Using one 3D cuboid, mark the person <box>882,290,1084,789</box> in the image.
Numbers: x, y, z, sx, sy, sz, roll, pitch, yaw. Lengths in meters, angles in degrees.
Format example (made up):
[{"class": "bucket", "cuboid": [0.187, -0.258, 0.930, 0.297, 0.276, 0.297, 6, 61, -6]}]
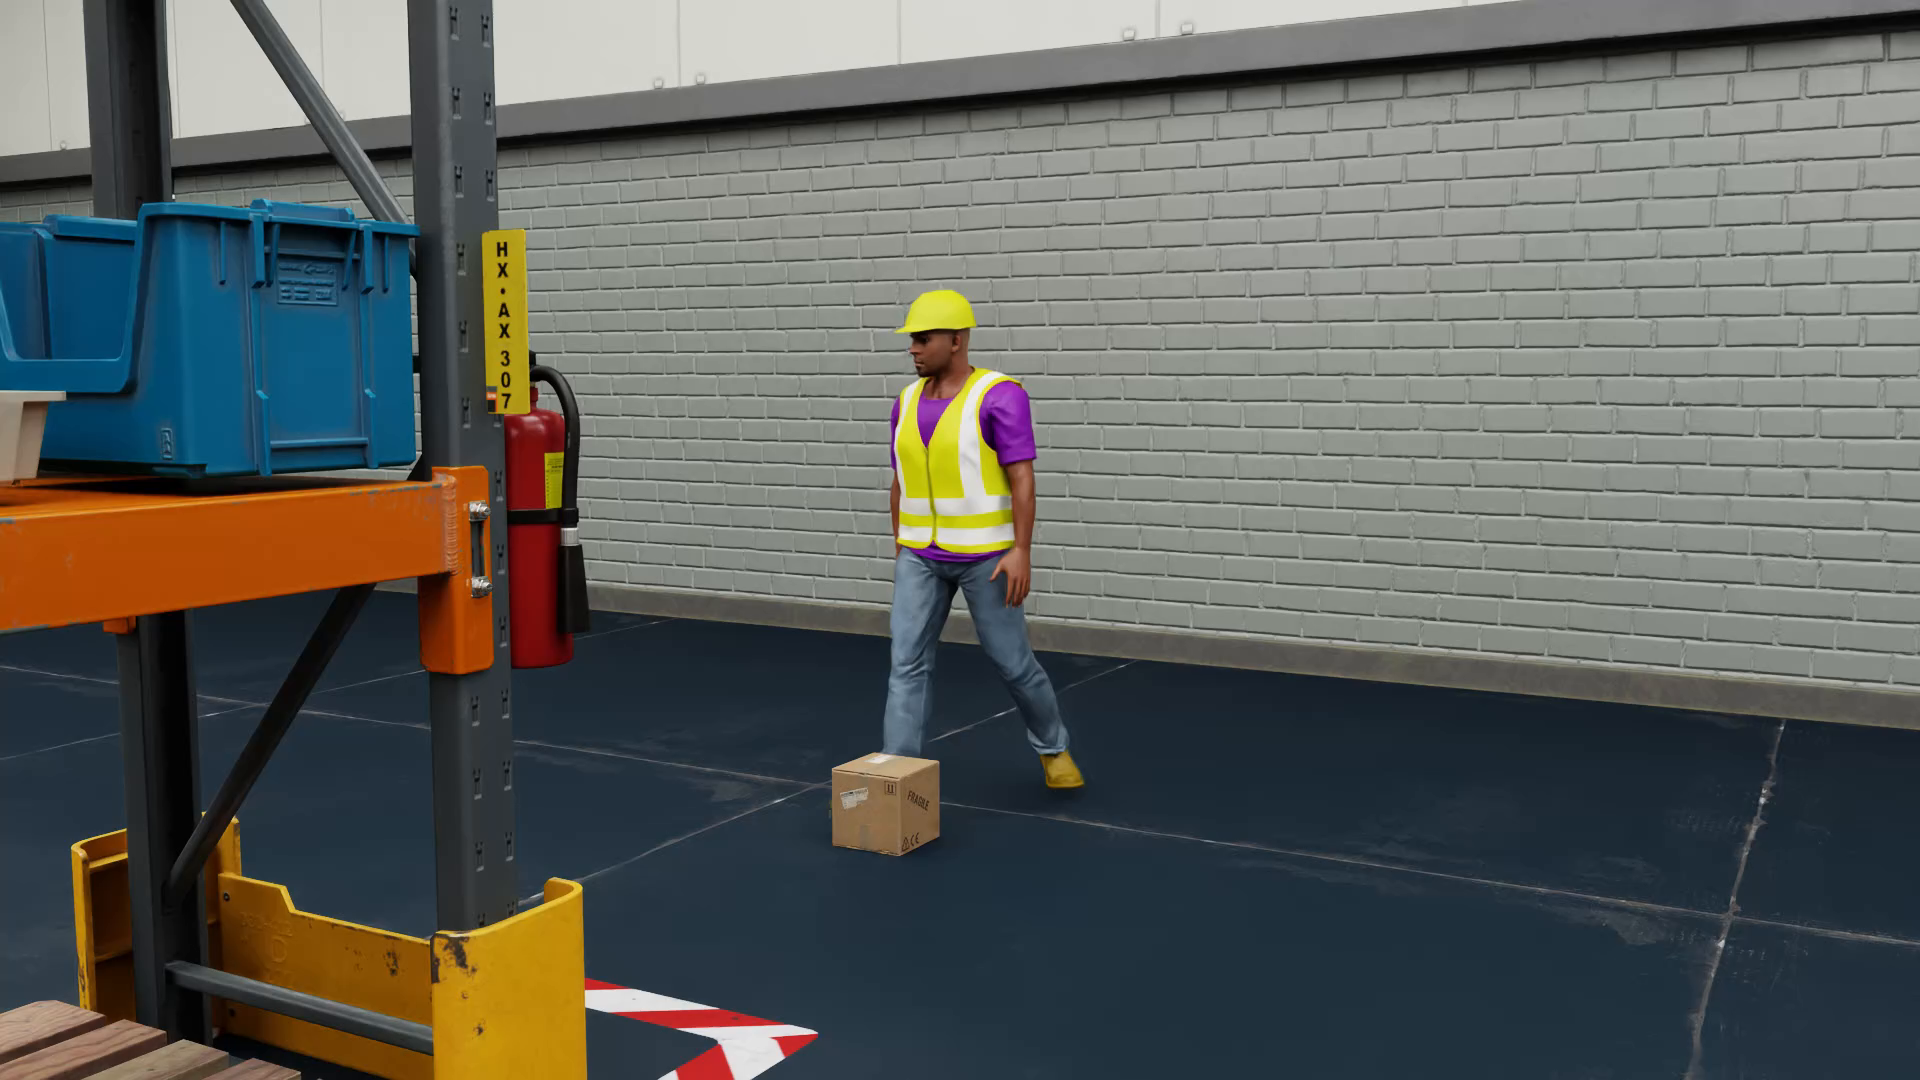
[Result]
[{"class": "person", "cuboid": [0.016, 0.041, 5.625, 0.645, 1.755, 0.871, 3, 7, 31]}]
